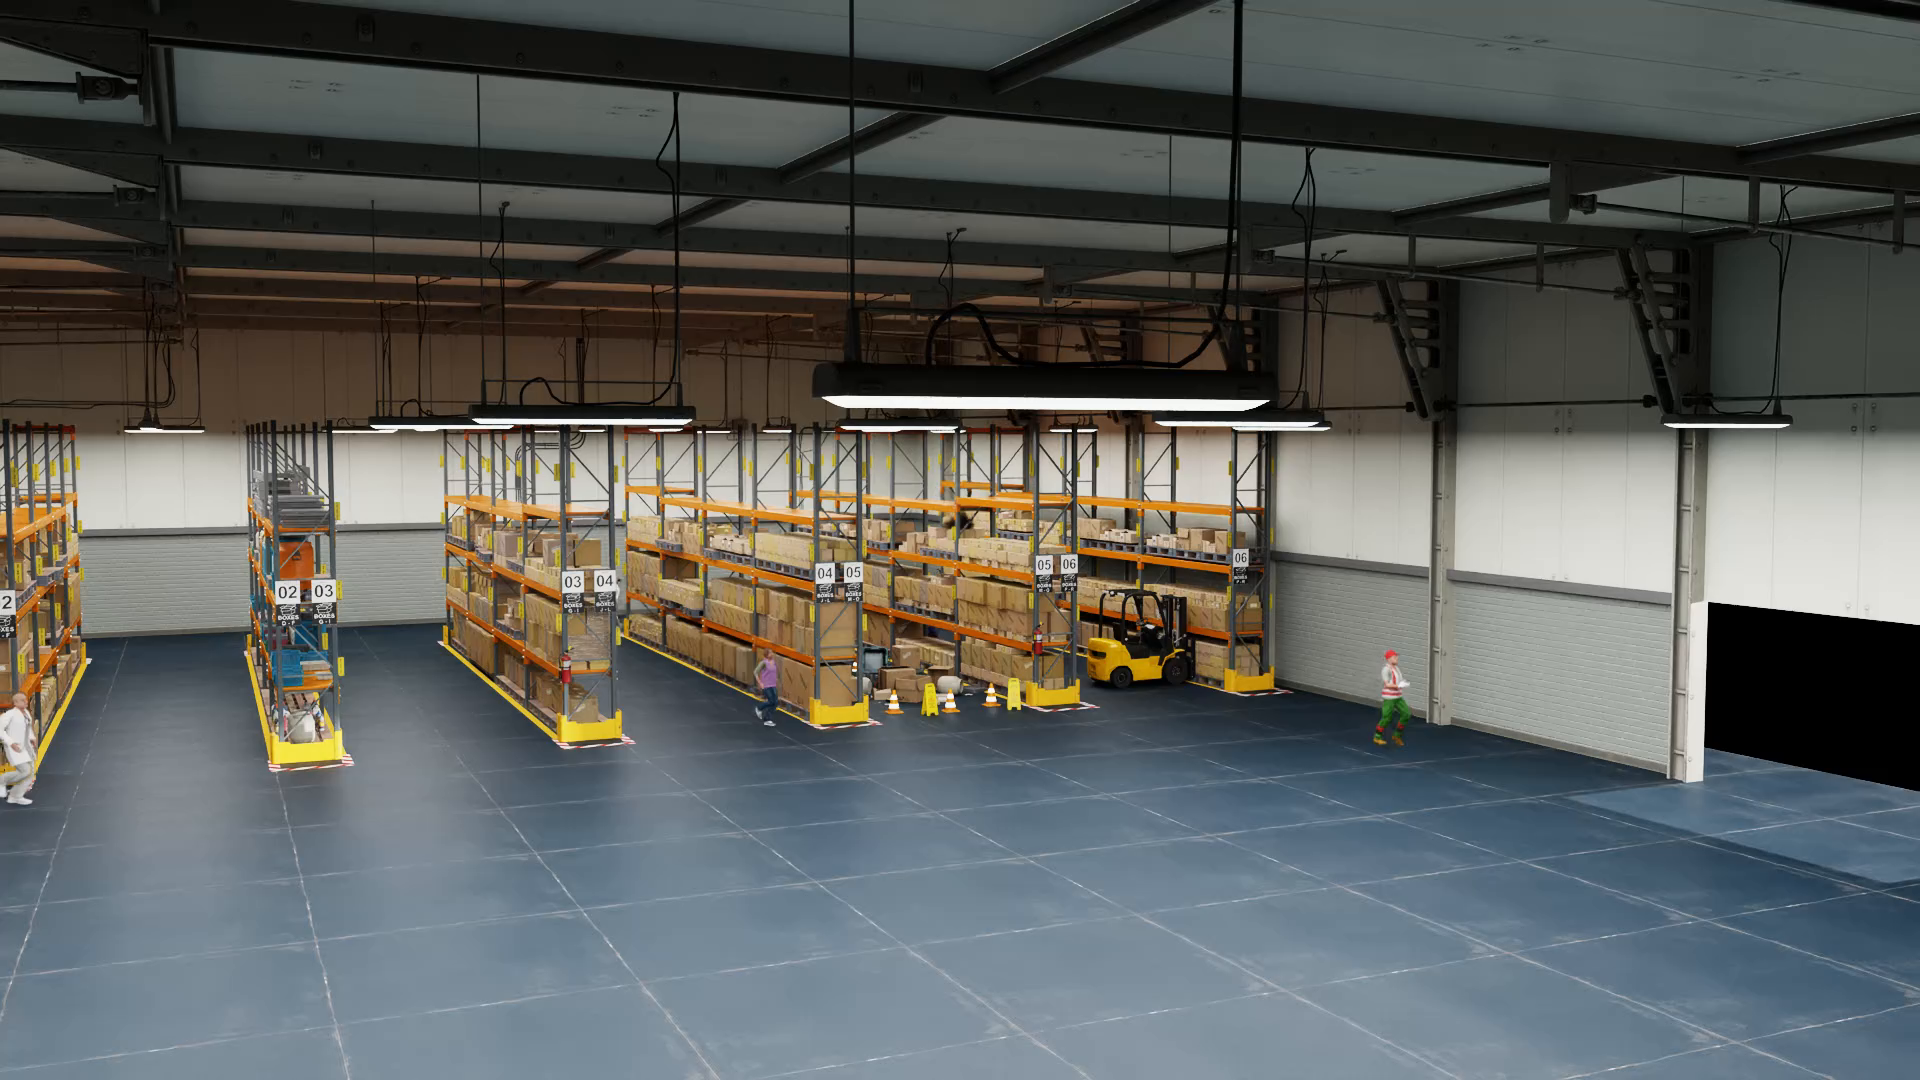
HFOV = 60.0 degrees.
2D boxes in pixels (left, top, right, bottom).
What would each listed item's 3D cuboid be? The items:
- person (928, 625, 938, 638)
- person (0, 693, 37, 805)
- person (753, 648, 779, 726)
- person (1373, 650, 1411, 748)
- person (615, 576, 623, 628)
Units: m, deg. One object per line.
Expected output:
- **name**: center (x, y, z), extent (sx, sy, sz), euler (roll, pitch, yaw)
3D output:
- **person**: center (-0.813, 1.991, 46.609), extent (0.590, 1.674, 0.827), euler (-3, 4, -37)
- **person**: center (-14.711, 3.251, 25.891), extent (0.628, 1.734, 0.696), euler (0, 4, 1)
- **person**: center (-3.799, 2.899, 32.851), extent (0.527, 1.543, 0.544), euler (2, 4, 33)
- **person**: center (7.954, 2.925, 30.507), extent (0.645, 1.820, 0.735), euler (-3, 5, -43)
- **person**: center (-10.254, 1.859, 48.737), extent (0.761, 1.655, 0.724), euler (-1, 4, -22)
